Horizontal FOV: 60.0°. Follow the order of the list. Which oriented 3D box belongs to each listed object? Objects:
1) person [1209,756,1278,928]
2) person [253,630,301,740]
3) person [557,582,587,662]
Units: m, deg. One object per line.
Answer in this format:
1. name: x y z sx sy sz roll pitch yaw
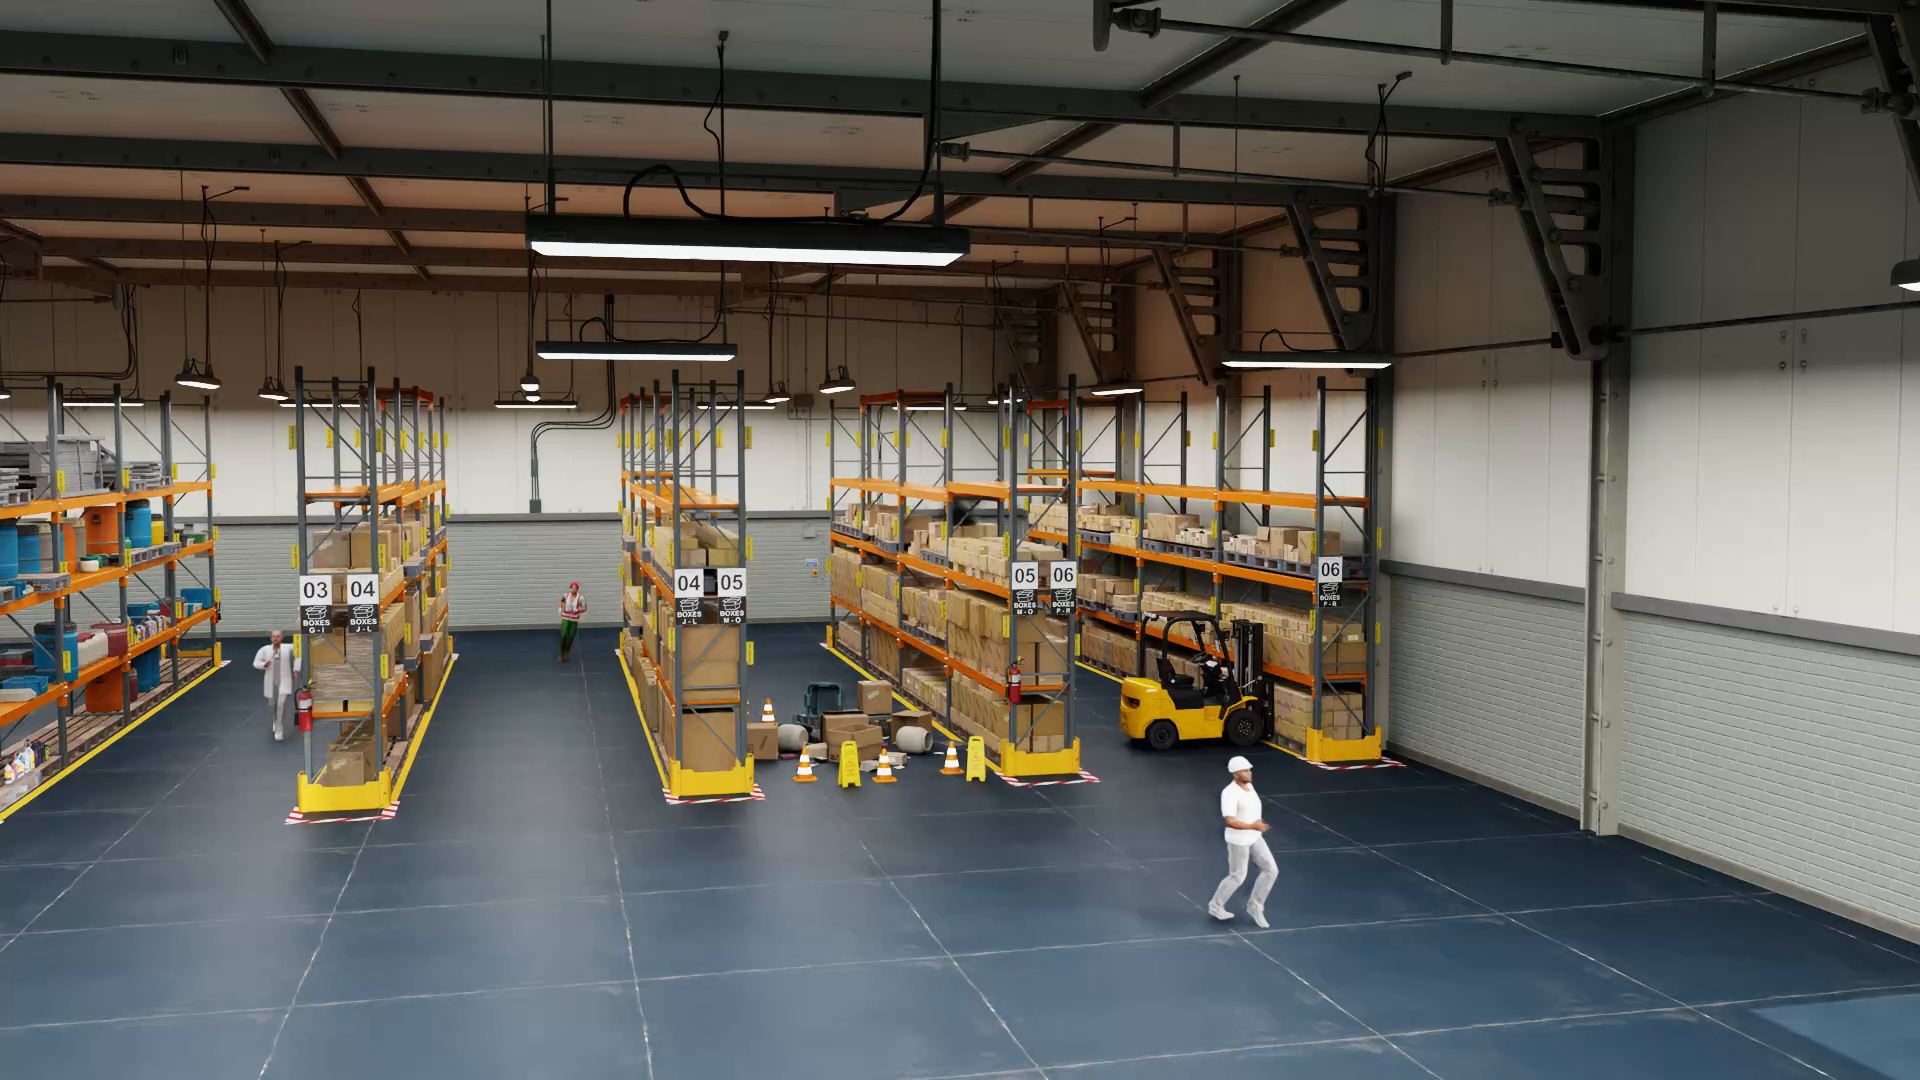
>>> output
1. person: 2.933 3.119 17.173 0.734 1.790 0.707 3 4 39
2. person: -11.522 2.411 28.069 0.714 1.798 1.007 -1 4 -13
3. person: -8.865 1.861 38.053 0.666 1.830 0.762 -1 3 -9
